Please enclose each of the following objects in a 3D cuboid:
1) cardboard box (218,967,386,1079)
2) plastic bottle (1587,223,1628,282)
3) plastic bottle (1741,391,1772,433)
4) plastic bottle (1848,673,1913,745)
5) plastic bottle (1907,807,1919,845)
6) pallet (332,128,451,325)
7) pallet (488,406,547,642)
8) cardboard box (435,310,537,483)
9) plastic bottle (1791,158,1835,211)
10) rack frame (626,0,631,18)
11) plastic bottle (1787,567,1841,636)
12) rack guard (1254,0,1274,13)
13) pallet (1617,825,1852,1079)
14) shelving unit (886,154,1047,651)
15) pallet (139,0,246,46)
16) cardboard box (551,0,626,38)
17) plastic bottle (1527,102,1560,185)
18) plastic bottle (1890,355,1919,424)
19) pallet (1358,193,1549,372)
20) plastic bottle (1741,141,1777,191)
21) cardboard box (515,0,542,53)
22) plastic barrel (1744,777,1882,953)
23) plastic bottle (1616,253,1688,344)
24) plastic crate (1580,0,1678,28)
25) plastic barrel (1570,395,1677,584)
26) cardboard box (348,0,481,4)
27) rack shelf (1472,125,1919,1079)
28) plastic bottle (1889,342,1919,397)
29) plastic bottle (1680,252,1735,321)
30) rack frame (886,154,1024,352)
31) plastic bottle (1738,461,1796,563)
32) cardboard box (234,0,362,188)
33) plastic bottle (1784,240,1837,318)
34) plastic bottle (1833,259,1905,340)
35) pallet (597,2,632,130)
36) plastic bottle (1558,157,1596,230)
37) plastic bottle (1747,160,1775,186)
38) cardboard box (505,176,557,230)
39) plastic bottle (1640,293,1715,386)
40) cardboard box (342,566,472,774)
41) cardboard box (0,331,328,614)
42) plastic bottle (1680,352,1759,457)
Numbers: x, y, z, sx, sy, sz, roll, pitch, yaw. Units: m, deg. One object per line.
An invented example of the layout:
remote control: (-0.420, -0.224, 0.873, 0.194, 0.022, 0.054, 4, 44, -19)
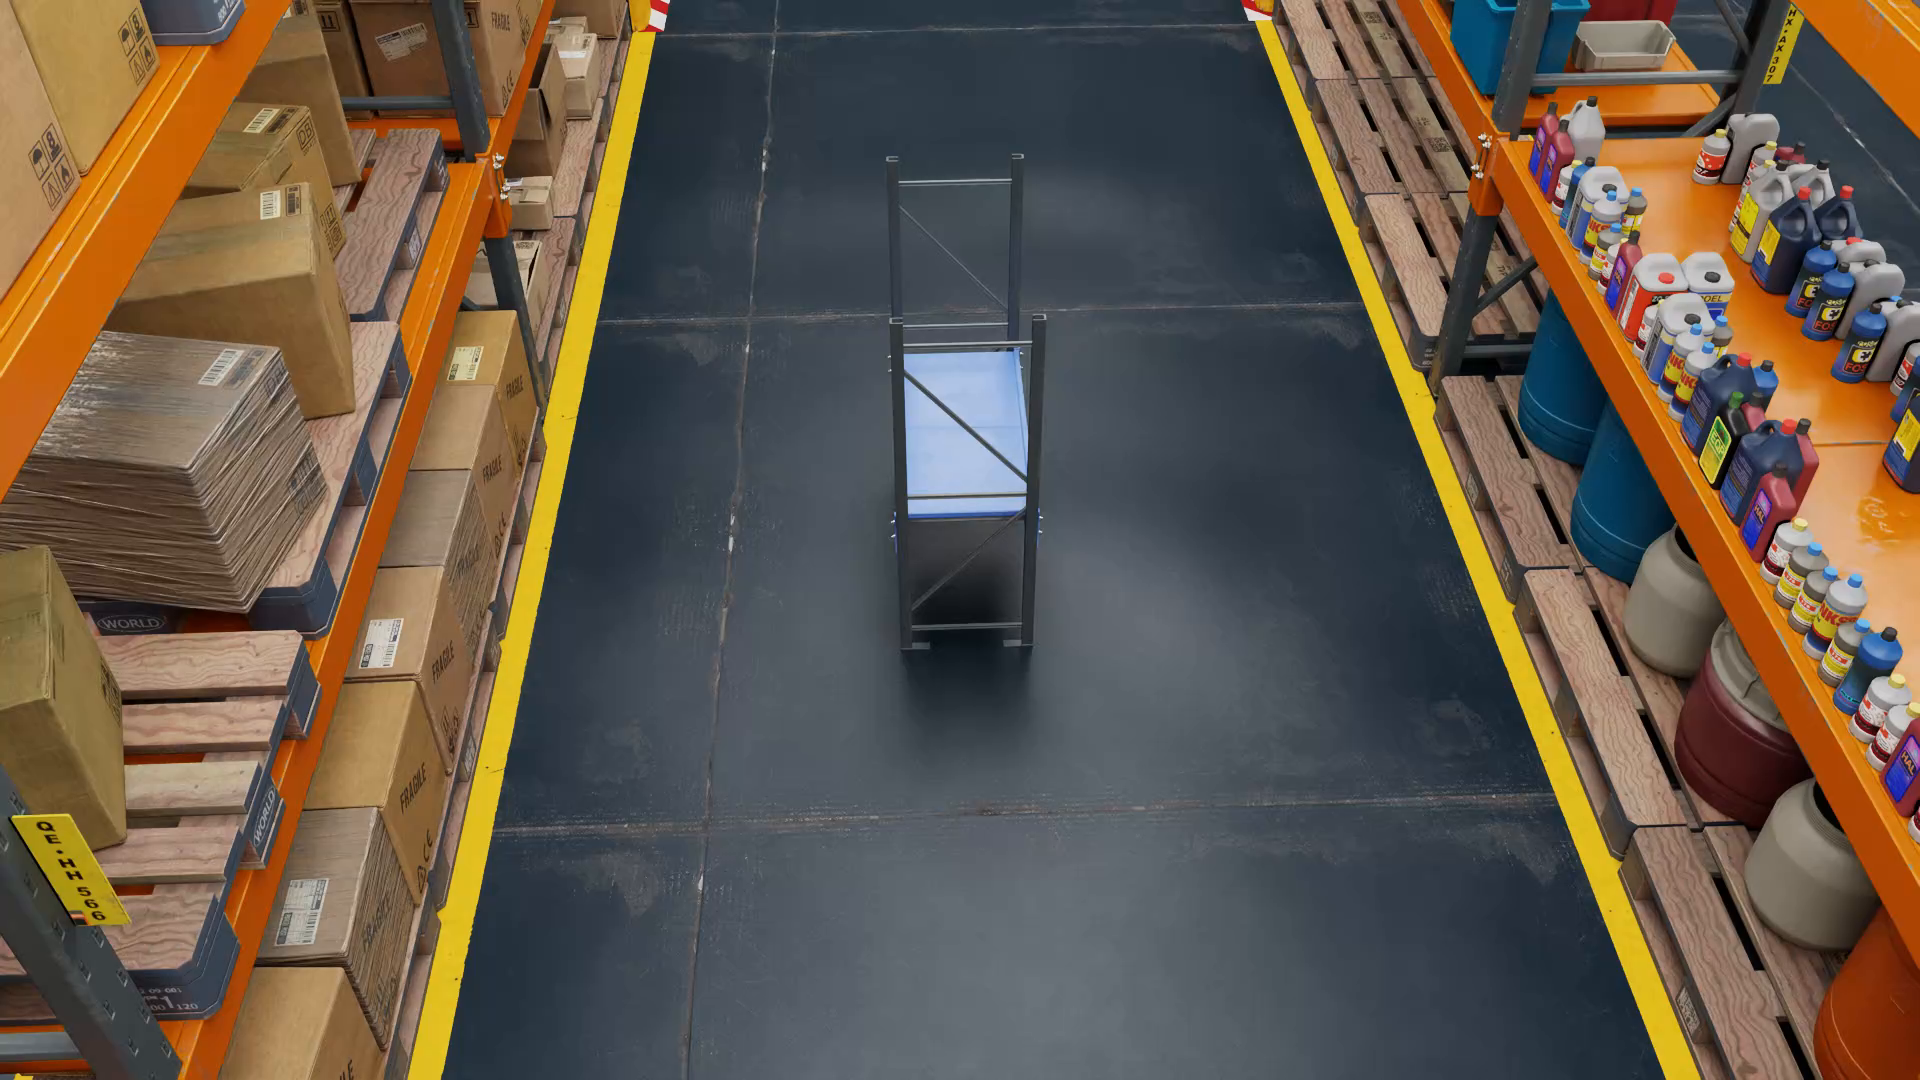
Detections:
cardboard box: (-1.896, 1.491, 4.428, 0.500, 0.500, 0.500, 0, 43, 0)
plastic bottle: (2.253, -1.005, 5.773, 0.097, 0.201, 0.097, 0, 43, 0)
plastic bottle: (2.342, -0.299, 4.942, 0.061, 0.283, 0.133, -2, 43, -2)
plastic bottle: (2.342, 0.420, 4.219, 0.097, 0.201, 0.097, 0, 43, 0)
plastic bottle: (2.356, 0.641, 3.977, 0.097, 0.201, 0.097, 0, 43, 0)
pallet: (-2.408, -1.040, 5.807, 1.003, 0.211, 1.213, -2, 43, -2)
pallet: (-2.260, -0.077, 6.678, 1.003, 0.211, 1.213, -2, 43, -2)
cardboard box: (-2.025, -0.569, 6.675, 0.500, 0.500, 0.500, -2, 43, -2)
plastic bottle: (2.983, -1.164, 5.836, 0.144, 0.351, 0.185, -2, 43, -2)
rack frame: (-2.502, -4.354, 9.280, 1.000, 3.000, 0.127, -2, 43, -2)
plastic bottle: (2.326, 0.157, 4.506, 0.097, 0.201, 0.097, 0, 43, 0)
rack guard: (2.433, -3.588, 10.294, 1.175, 0.500, 0.348, -2, 43, -2)
pallet: (2.711, 1.404, 5.062, 1.003, 0.211, 1.213, -2, 43, -2)
shelving unit: (0.004, -0.495, 6.180, 0.538, 1.500, 1.048, -2, 43, -2)
pallet: (-2.328, -1.548, 4.138, 1.213, 0.211, 1.003, -2, 43, -2)
cardboard box: (-2.233, -3.234, 9.583, 0.500, 0.500, 0.500, -2, 43, -2)
plastic bottle: (2.206, -1.490, 6.242, 0.061, 0.283, 0.133, -2, 43, -2)
plastic bottle: (2.986, -0.485, 5.154, 0.097, 0.271, 0.097, 0, 43, 0)
pallet: (2.547, -1.260, 7.969, 1.003, 0.211, 1.213, -2, 43, -2)
plastic bottle: (2.989, -1.385, 6.189, 0.097, 0.201, 0.097, 0, 43, 0)
cardboard box: (-2.107, -2.388, 7.061, 0.500, 0.500, 0.500, -1, 43, -1)
plastic barrel: (2.635, 0.961, 5.012, 0.421, 0.512, 0.421, 0, 43, 0)
plastic bottle: (2.295, -0.799, 5.493, 0.152, 0.276, 0.135, -2, 43, -2)
plastic crate: (2.829, -2.449, 7.110, 0.402, 0.464, 0.583, -2, 43, -2)
plastic barrel: (2.653, -0.328, 6.131, 0.600, 0.901, 0.708, -2, 43, -2)
cardboard box: (-2.071, -2.385, 6.318, 0.500, 0.500, 0.500, -1, 43, -1)
rack shelf: (2.702, -0.178, 5.256, 1.077, 0.370, 4.000, -2, 43, -2)
plastic bottle: (3.041, -0.551, 5.278, 0.097, 0.201, 0.097, 0, 43, 0)
plastic bottle: (2.447, -0.803, 5.498, 0.152, 0.276, 0.135, -2, 43, -2)
rack frame: (-0.018, -0.838, 6.555, 0.500, 1.500, 0.032, -2, 43, -2)
plastic bottle: (2.295, -0.082, 4.706, 0.061, 0.283, 0.133, -2, 43, -2)
cardboard box: (-2.536, -1.519, 5.802, 0.700, 0.500, 0.500, -15, 45, -16)
plastic bottle: (2.869, -0.886, 5.591, 0.097, 0.271, 0.097, 0, 43, 0)
plastic bottle: (2.999, -0.813, 5.508, 0.152, 0.276, 0.135, -2, 43, -2)
pallet: (-2.464, -2.736, 9.579, 1.003, 0.211, 1.213, -2, 43, -2)
plastic bottle: (2.239, -1.253, 5.992, 0.097, 0.271, 0.097, 0, 43, 0)
plastic bottle: (2.933, -1.294, 6.088, 0.097, 0.201, 0.097, 0, 43, 0)
cardboard box: (-2.181, -1.644, 8.095, 0.380, 0.166, 0.250, -2, 43, -2)
plastic bottle: (2.305, -0.642, 5.323, 0.152, 0.276, 0.135, -2, 43, -2)
cardboard box: (-1.968, 0.447, 5.567, 0.500, 0.500, 0.500, -3, 43, -3)
cardboard box: (-2.150, -0.189, 4.352, 0.700, 0.500, 0.500, 6, 43, 6)
plastic bottle: (2.316, -0.430, 5.036, 0.144, 0.351, 0.185, -2, 43, -2)
